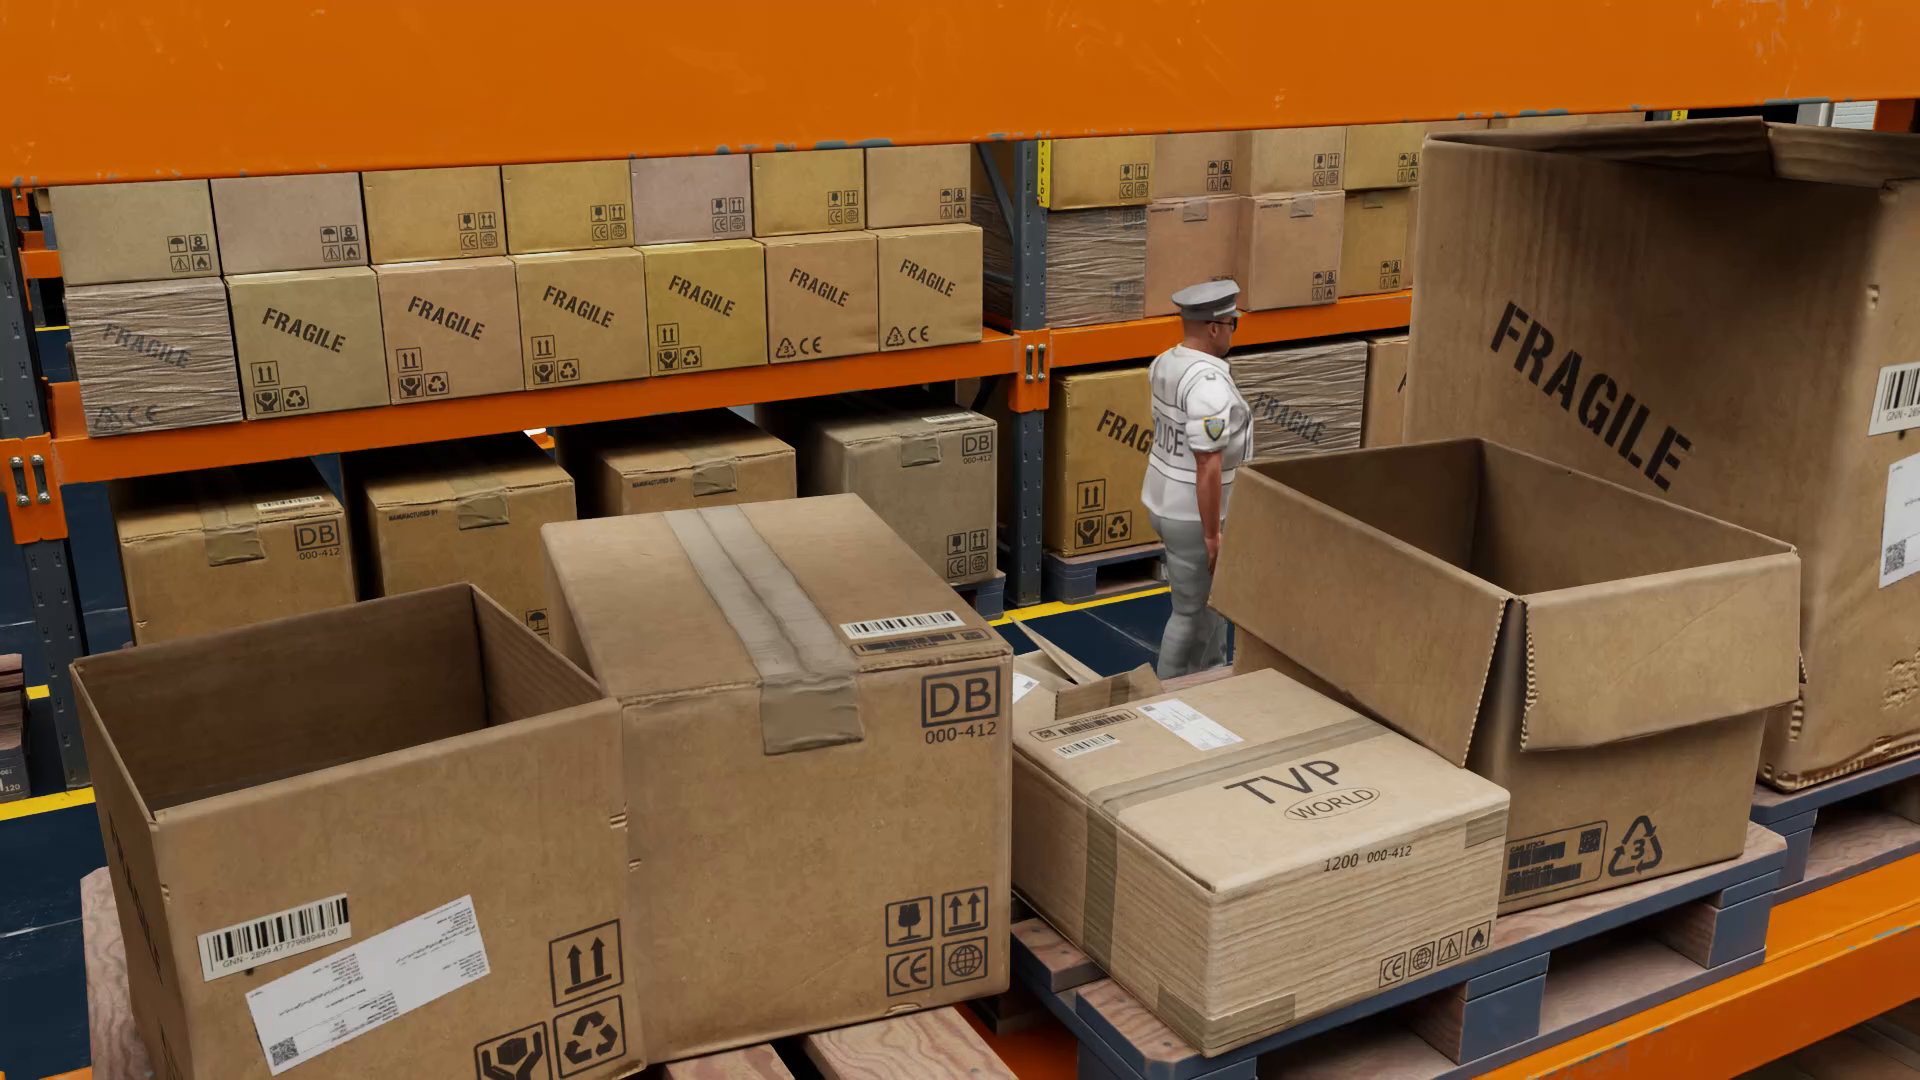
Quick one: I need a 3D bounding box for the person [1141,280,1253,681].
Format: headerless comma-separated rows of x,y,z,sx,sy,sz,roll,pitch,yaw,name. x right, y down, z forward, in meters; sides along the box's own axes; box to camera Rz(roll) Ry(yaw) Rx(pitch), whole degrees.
0.985,-0.096,6.368,0.559,1.804,0.567,-4,19,-11,person
